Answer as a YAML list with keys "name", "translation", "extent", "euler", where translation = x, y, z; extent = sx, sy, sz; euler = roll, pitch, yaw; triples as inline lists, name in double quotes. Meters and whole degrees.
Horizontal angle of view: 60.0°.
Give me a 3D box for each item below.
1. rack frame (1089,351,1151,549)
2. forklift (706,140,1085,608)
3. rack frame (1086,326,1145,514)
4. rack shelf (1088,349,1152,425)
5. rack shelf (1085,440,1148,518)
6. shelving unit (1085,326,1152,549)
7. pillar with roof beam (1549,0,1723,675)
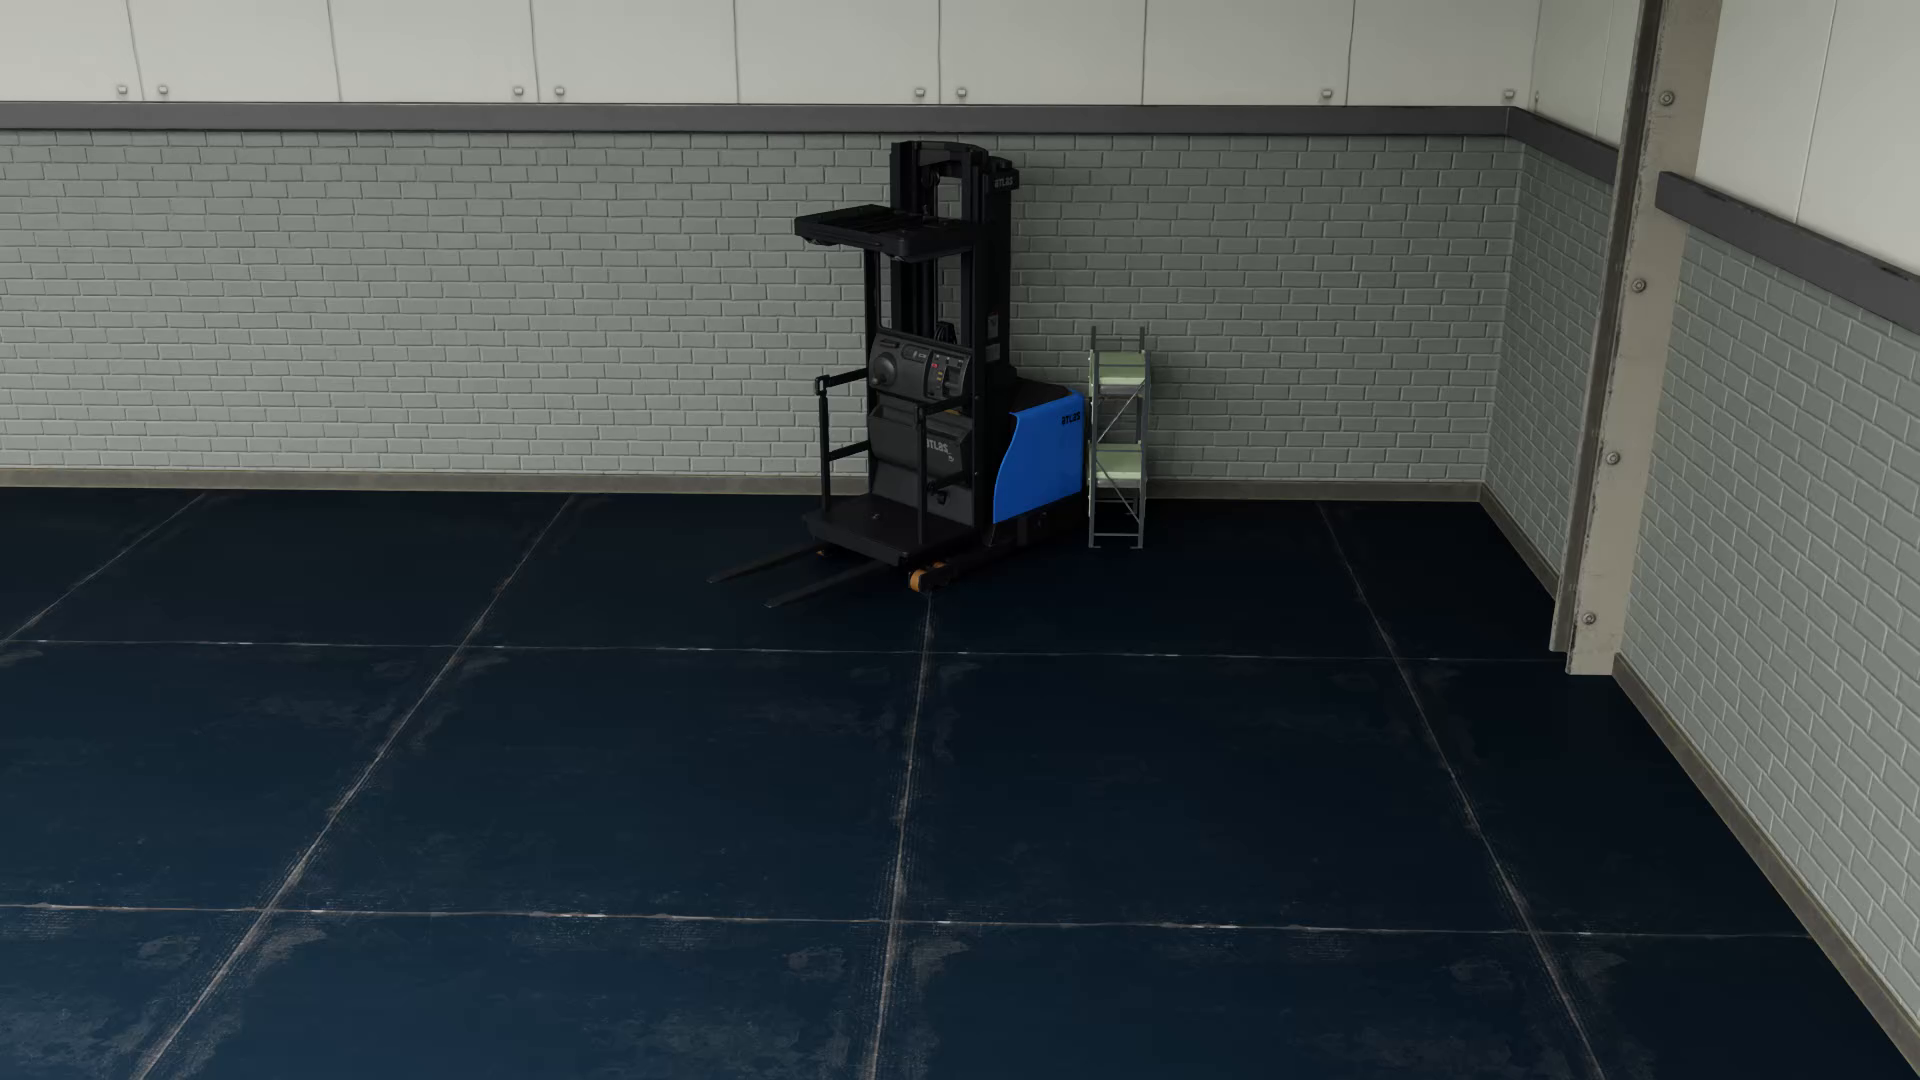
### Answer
- name: "rack frame"
  translation: [1.159, -0.643, 12.113]
  extent: [0.400, 1.500, 0.023]
  euler: [1, 21, 2]
- name: "forklift"
  translation: [-0.432, -1.202, 11.575]
  extent: [1.130, 2.935, 3.031]
  euler: [19, 28, 40]
- name: "rack frame"
  translation: [1.190, -0.907, 12.794]
  extent: [0.400, 1.500, 0.023]
  euler: [1, 21, 2]
- name: "rack shelf"
  translation: [1.175, -1.139, 12.312]
  extent: [0.431, 0.370, 0.720]
  euler: [1, 21, 2]
- name: "rack shelf"
  translation: [1.175, -0.471, 12.571]
  extent: [0.431, 0.370, 0.720]
  euler: [1, 21, 2]
- name: "shelving unit"
  translation: [1.175, -0.775, 12.453]
  extent: [0.431, 1.500, 0.755]
  euler: [1, 21, 2]
- name: "pillar with roof beam"
  translation: [-0.353, -3.475, 9.046]
  extent: [9.100, 9.000, 0.400]
  euler: [1, 21, 2]
